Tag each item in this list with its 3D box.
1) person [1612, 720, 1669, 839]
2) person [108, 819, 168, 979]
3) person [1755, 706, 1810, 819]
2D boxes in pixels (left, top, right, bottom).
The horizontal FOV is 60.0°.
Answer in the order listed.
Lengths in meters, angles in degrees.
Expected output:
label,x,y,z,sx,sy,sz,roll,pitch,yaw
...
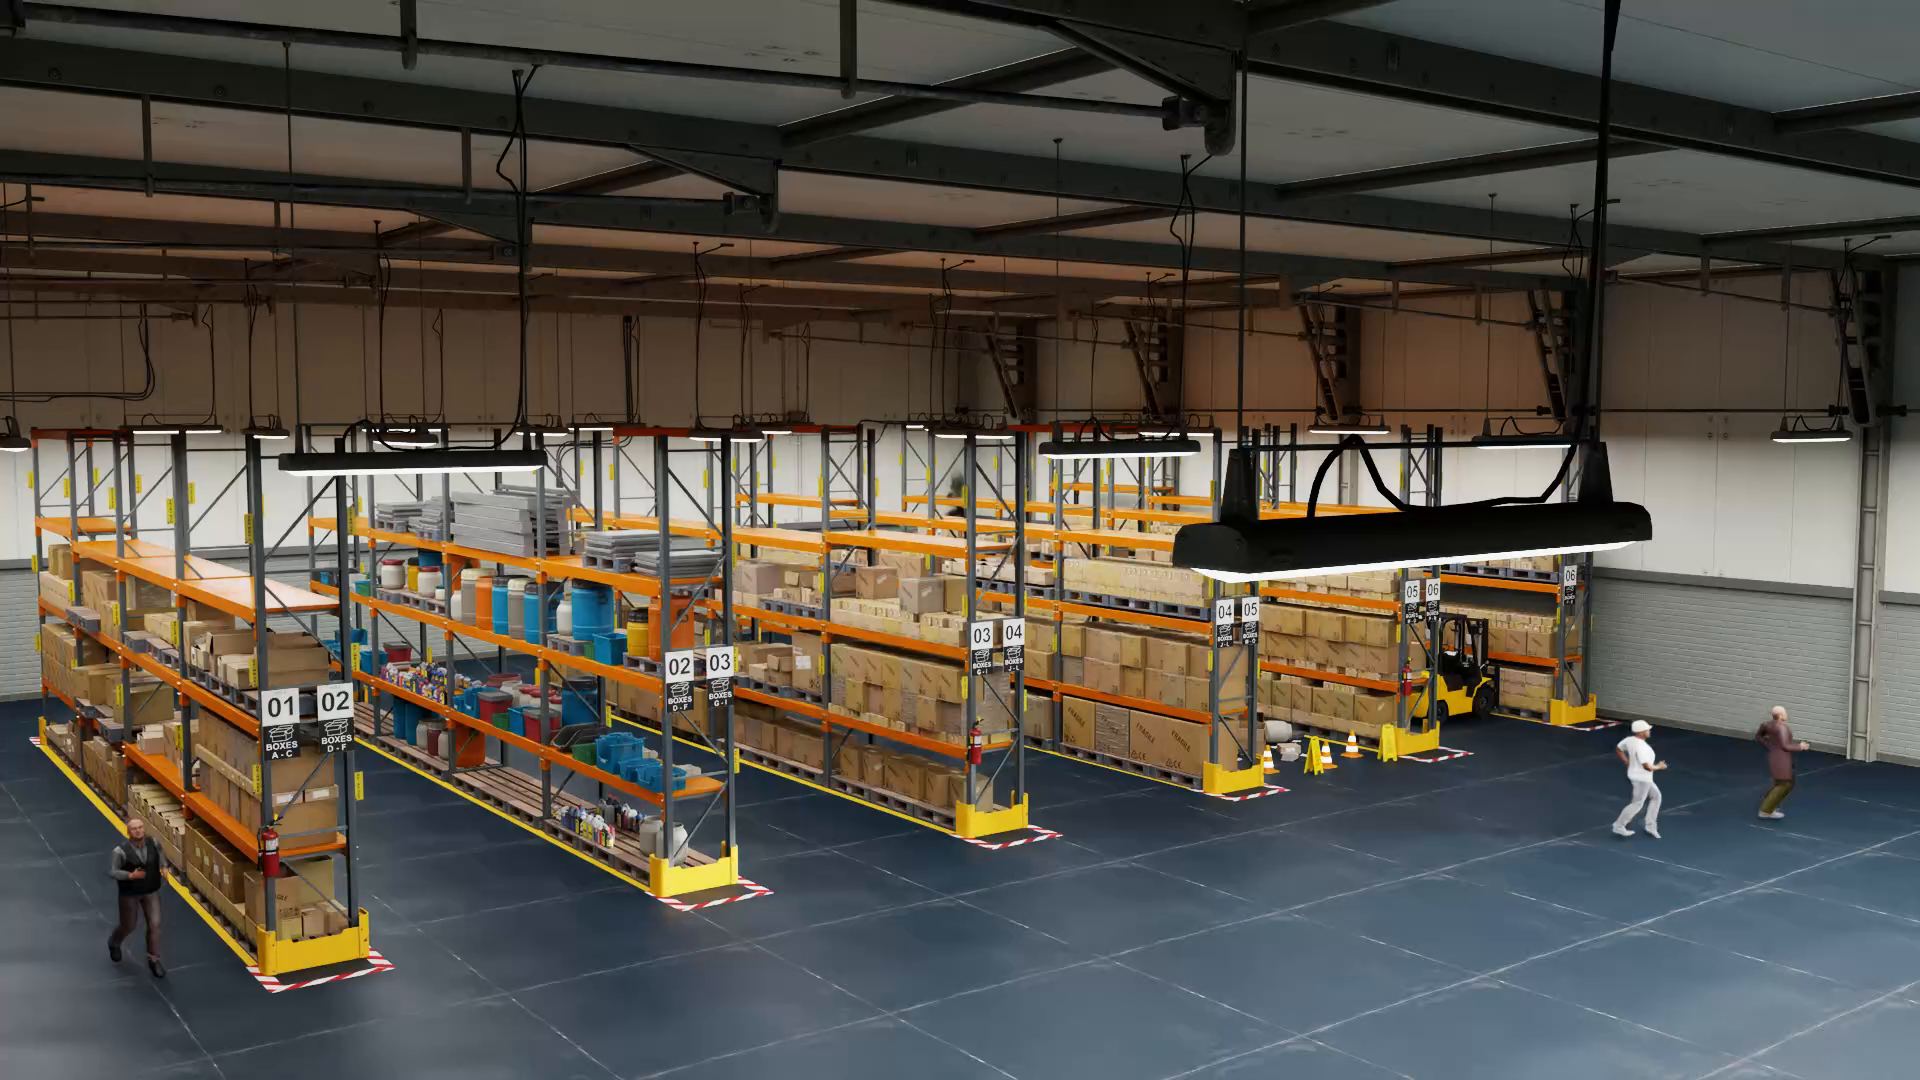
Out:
label,x,y,z,sx,sy,sz,roll,pitch,yaw
person,10.031,3.546,24.540,0.757,1.801,0.707,1,5,10
person,-9.271,3.997,18.750,0.665,1.754,0.954,-4,6,-44
person,12.694,3.448,25.650,0.694,1.763,0.691,1,5,8
